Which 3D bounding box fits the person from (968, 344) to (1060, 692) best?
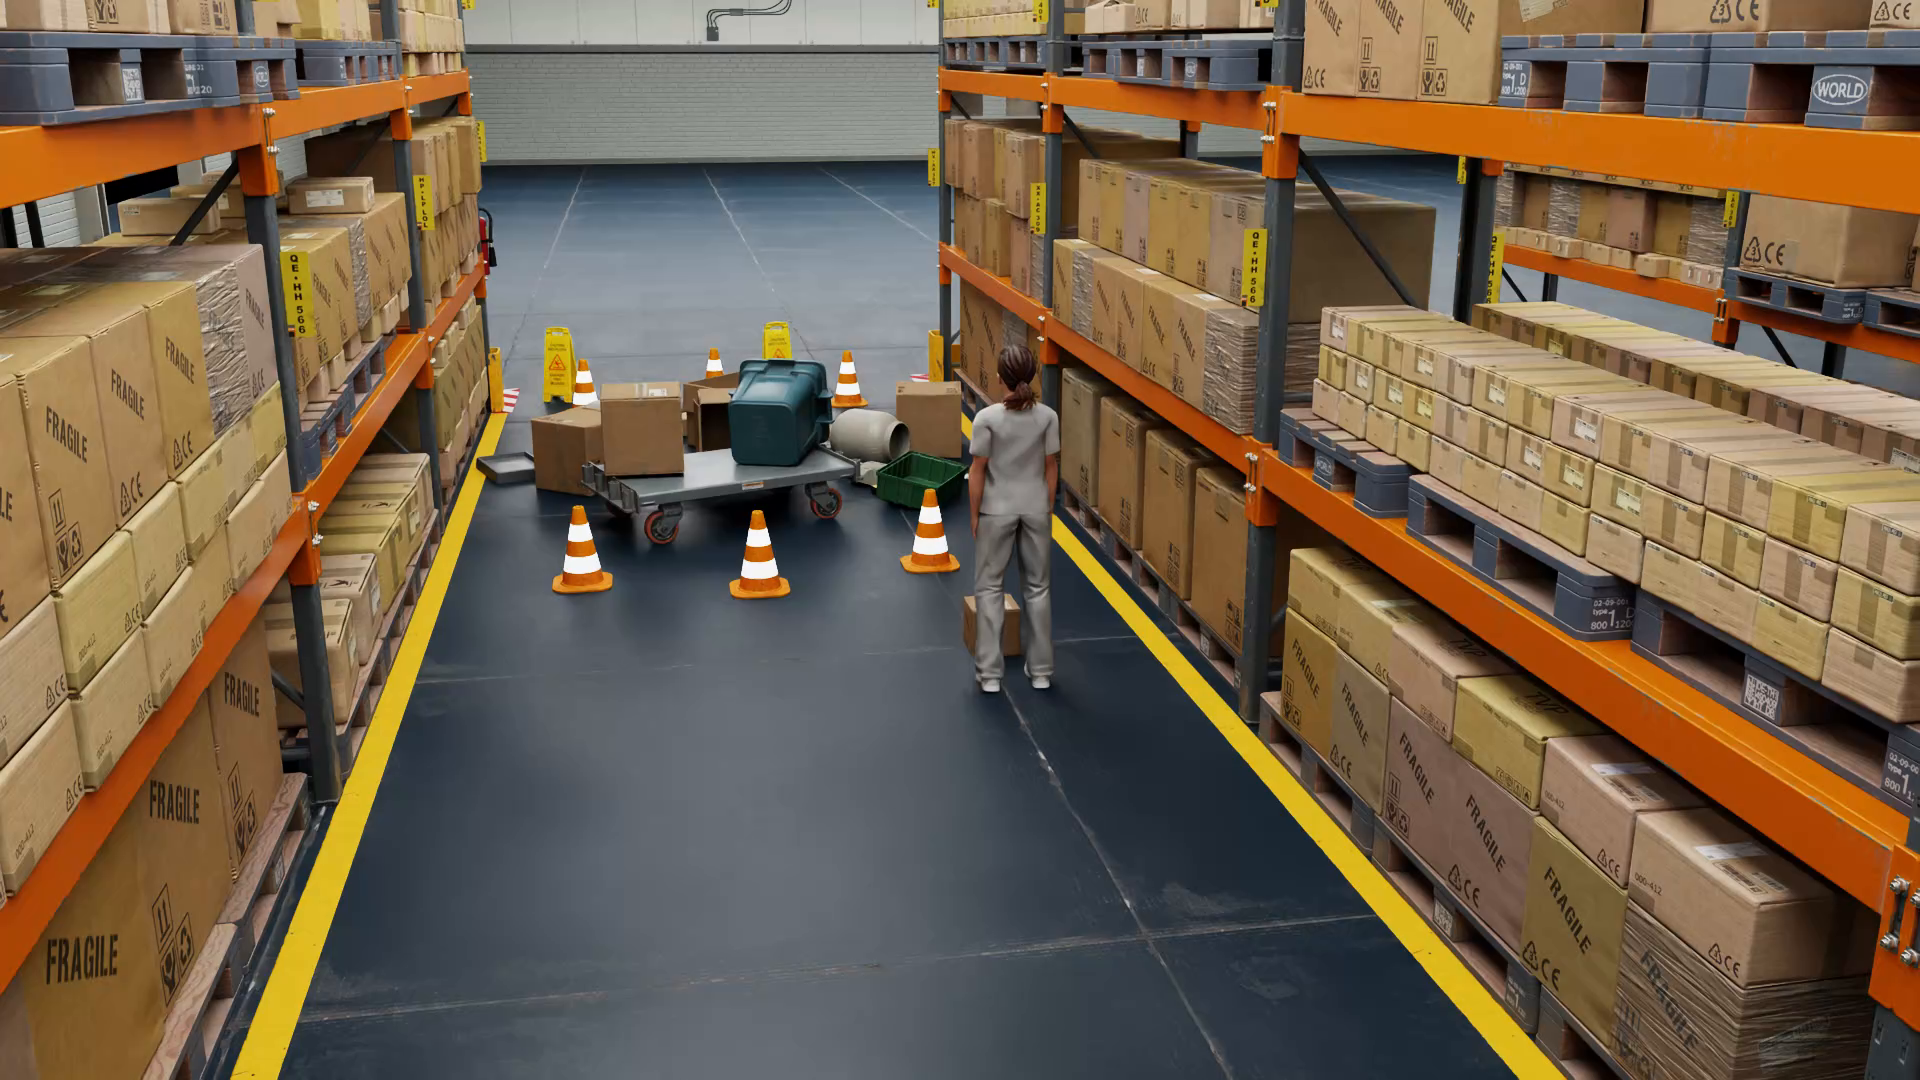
[{"bbox_3d":[0.254,-0.100,7.891,0.436,1.668,0.359,-3,17,-9],"label":"person"}]
